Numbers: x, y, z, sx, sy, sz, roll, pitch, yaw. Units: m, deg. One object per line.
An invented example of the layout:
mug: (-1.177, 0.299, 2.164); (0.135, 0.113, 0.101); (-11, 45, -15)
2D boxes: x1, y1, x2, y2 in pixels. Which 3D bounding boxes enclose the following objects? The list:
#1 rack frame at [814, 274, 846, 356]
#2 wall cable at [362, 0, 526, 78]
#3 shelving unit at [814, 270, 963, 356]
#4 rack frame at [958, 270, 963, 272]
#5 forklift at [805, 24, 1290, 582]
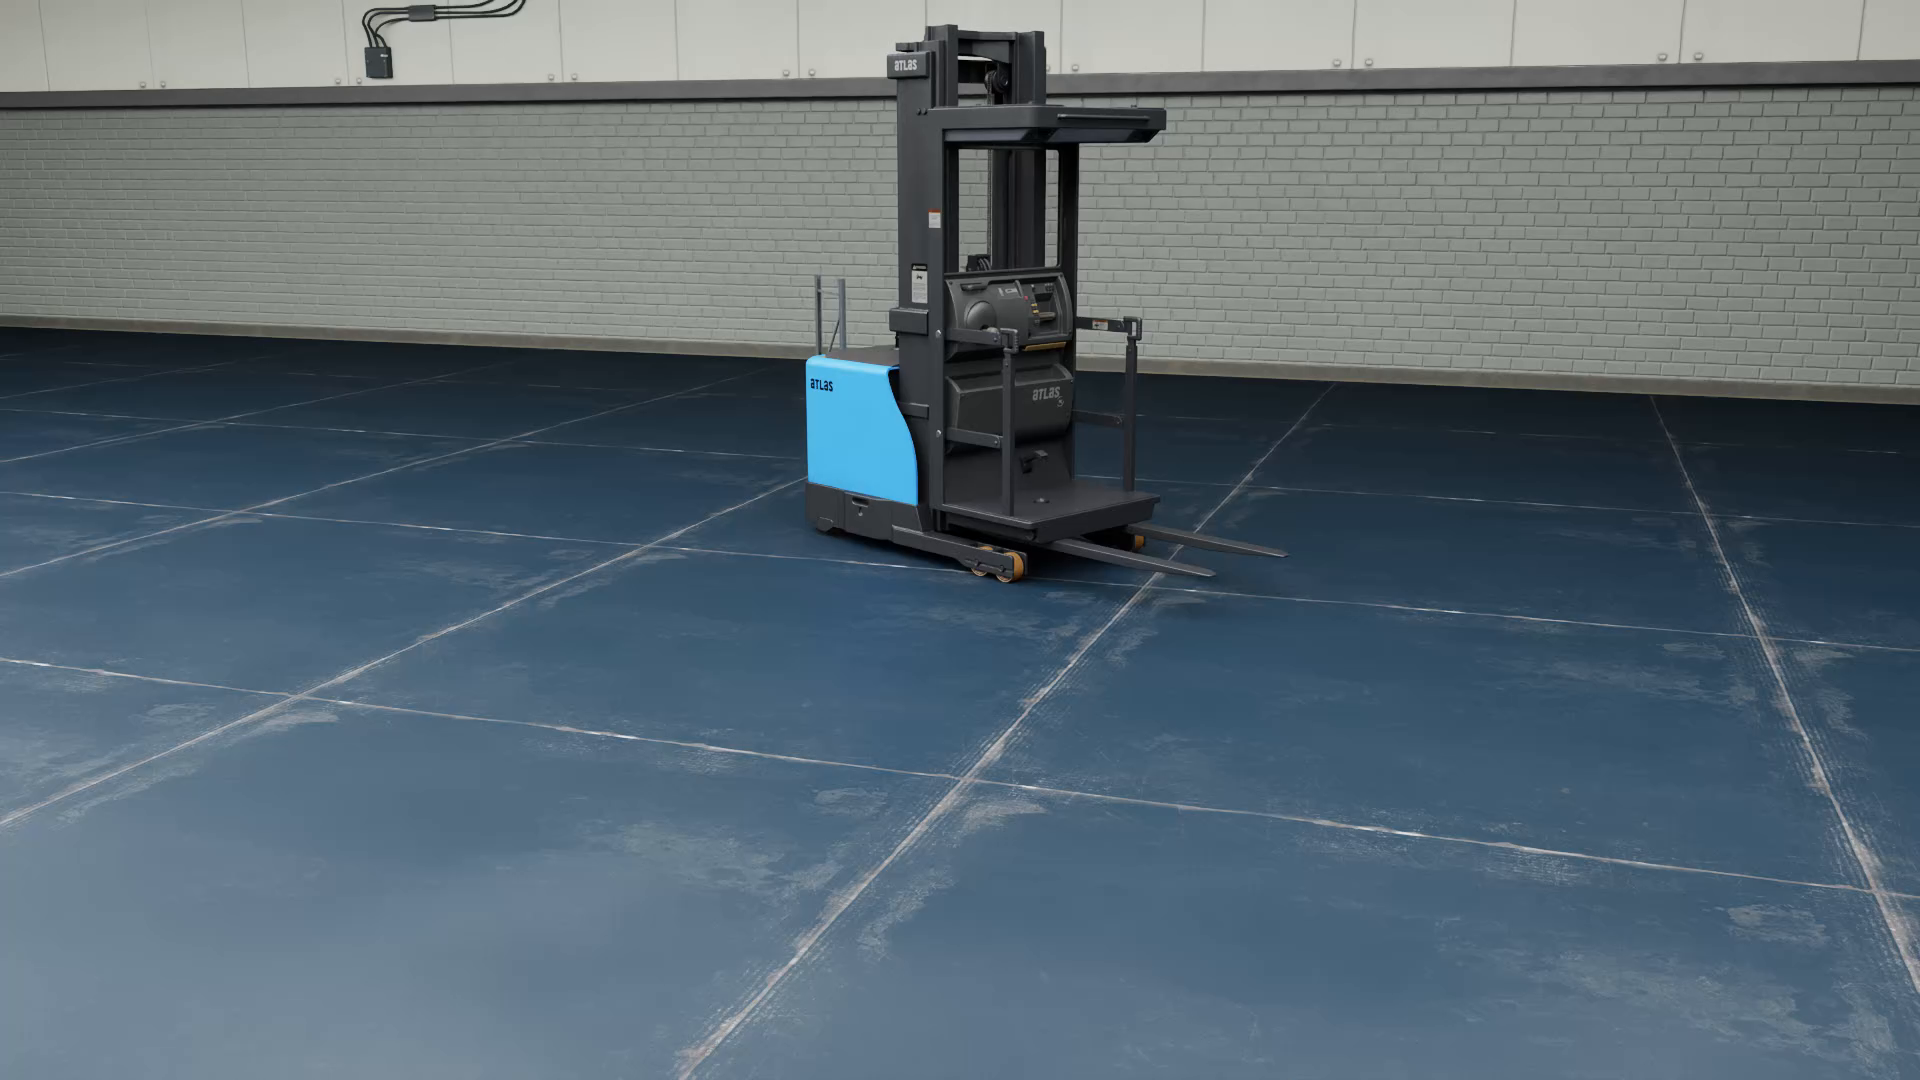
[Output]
rack frame: (-0.832, -0.952, 10.784); (0.032, 1.500, 0.500); (-6, 14, -24)
wall cable: (-6.060, -8.432, 19.066); (2.305, 6.003, 0.169); (4, 14, 18)
shelving unit: (-0.377, -0.997, 10.984); (1.083, 1.500, 0.587); (-6, 14, -24)
rack frame: (0.095, -1.045, 11.191); (0.032, 1.500, 0.500); (-6, 14, -24)
forklift: (0.433, -1.328, 9.218); (1.130, 2.935, 3.031); (-12, 17, -42)
